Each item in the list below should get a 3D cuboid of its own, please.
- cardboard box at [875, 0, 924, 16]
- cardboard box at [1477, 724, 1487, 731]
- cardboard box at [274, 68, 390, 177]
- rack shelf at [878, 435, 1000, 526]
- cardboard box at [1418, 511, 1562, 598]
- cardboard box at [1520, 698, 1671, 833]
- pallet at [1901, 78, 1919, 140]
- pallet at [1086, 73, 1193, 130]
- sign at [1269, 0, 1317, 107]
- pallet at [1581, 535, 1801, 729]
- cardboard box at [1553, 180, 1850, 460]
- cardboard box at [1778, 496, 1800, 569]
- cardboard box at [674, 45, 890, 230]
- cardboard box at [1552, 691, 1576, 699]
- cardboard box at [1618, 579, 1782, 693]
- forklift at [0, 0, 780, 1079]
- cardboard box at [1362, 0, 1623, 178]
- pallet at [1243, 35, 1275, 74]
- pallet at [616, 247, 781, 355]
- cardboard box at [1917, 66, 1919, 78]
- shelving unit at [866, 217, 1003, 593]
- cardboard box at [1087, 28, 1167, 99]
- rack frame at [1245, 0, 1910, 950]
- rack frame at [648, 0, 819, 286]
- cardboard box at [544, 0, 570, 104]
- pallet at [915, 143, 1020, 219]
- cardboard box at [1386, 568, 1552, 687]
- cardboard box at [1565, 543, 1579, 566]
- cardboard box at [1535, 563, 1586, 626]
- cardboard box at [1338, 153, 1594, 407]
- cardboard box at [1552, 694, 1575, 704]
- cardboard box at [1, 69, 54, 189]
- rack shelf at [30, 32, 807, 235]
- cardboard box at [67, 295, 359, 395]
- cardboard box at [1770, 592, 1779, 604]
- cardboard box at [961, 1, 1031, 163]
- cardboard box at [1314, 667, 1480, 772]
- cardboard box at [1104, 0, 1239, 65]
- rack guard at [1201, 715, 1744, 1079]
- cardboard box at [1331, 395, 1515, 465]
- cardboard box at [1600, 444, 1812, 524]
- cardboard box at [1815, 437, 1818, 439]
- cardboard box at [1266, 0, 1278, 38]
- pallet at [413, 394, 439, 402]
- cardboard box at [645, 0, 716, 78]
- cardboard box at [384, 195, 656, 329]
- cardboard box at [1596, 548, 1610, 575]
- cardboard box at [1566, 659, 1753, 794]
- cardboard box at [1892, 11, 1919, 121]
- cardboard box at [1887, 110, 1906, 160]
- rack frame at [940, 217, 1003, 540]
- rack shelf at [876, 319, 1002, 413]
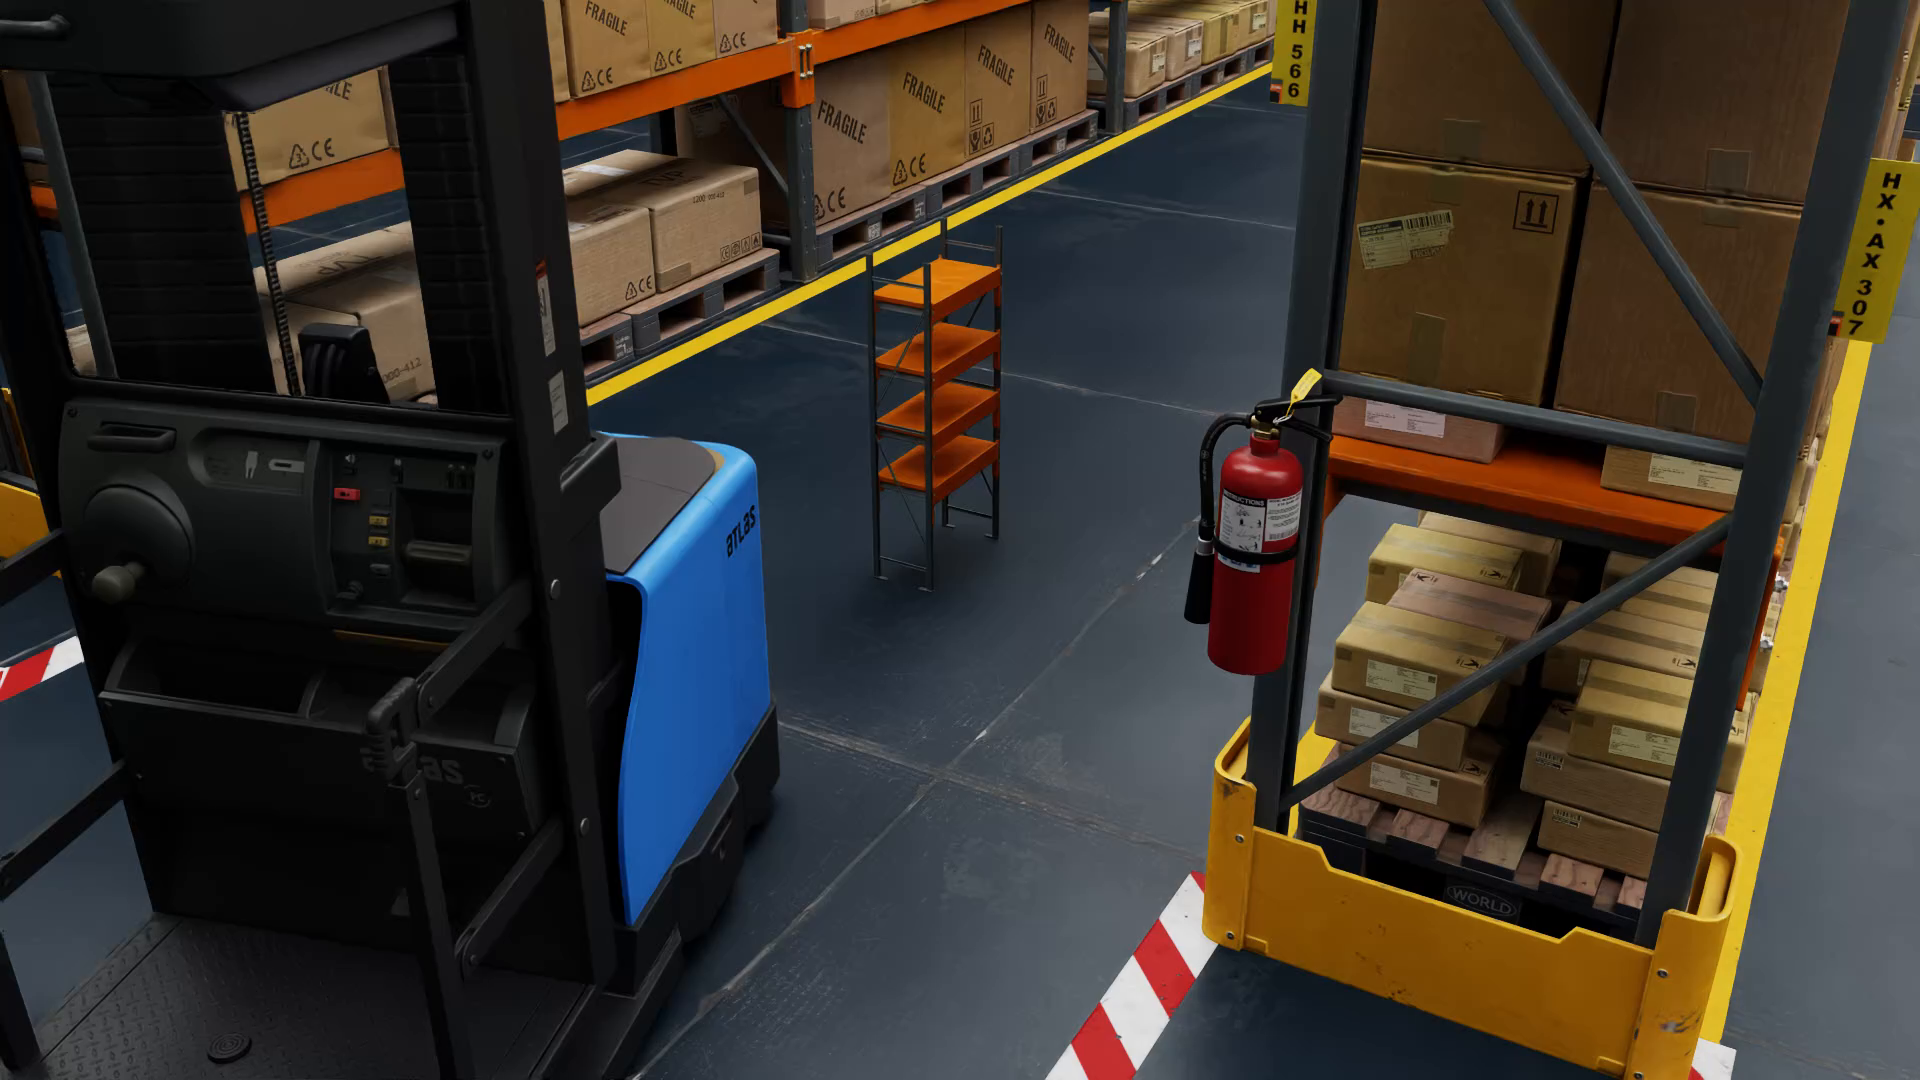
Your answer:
[{"bbox_3d":[-0.541,-3.100,9.260,0.500,0.250,0.500,13,30,25],"label":"cardboard box"},{"bbox_3d":[1.267,0.471,4.674,0.380,0.149,0.250,15,30,28],"label":"cardboard box"},{"bbox_3d":[-2.497,-1.665,6.113,0.500,0.500,0.500,14,30,25],"label":"cardboard box"},{"bbox_3d":[-0.081,-0.234,5.972,0.258,0.148,0.480,14,30,26],"label":"rack shelf"},{"bbox_3d":[1.564,0.015,4.920,0.380,0.149,0.250,13,29,24],"label":"cardboard box"},{"bbox_3d":[1.633,0.564,4.156,0.380,0.149,0.250,16,31,28],"label":"cardboard box"},{"bbox_3d":[3.622,-1.981,7.072,1.003,0.211,1.213,14,30,26],"label":"pallet"},{"bbox_3d":[1.113,-3.468,12.942,1.003,0.211,1.213,14,30,26],"label":"pallet"},{"bbox_3d":[0.678,-1.032,3.313,0.100,0.325,0.005,14,30,26],"label":"sign"},{"bbox_3d":[2.220,0.192,5.630,1.003,0.211,1.213,14,30,26],"label":"pallet"},{"bbox_3d":[1.613,-0.534,3.522,0.500,0.500,0.500,16,31,28],"label":"cardboard box"},{"bbox_3d":[2.335,-0.068,5.086,0.380,0.149,0.250,15,30,27],"label":"cardboard box"},{"bbox_3d":[-1.005,-2.349,9.496,0.875,0.875,0.875,15,30,28],"label":"cardboard box"},{"bbox_3d":[1.860,0.355,4.574,0.380,0.149,0.250,15,30,27],"label":"cardboard box"},{"bbox_3d":[1.971,0.245,4.460,0.380,0.149,0.250,14,30,26],"label":"cardboard box"},{"bbox_3d":[-1.349,-0.006,2.987,1.130,2.935,3.031,6,27,12],"label":"forklift"},{"bbox_3d":[1.160,-1.100,3.536,0.500,0.500,0.500,14,30,25],"label":"cardboard box"},{"bbox_3d":[2.314,-4.419,14.842,1.003,0.211,1.213,14,30,26],"label":"pallet"},{"bbox_3d":[-1.682,-1.326,8.663,1.003,0.211,1.213,14,30,26],"label":"pallet"},{"bbox_3d":[3.713,-1.929,6.564,0.380,0.149,0.250,13,29,24],"label":"cardboard box"},{"bbox_3d":[-0.081,-0.472,5.853,0.258,1.200,0.503,14,30,26],"label":"shelving unit"},{"bbox_3d":[1.014,-3.642,12.640,0.950,0.372,0.625,12,29,23],"label":"cardboard box"},{"bbox_3d":[1.151,-0.242,3.383,1.000,3.000,0.127,14,30,26],"label":"rack frame"},{"bbox_3d":[-1.240,-2.852,8.596,1.000,3.000,0.127,14,30,26],"label":"rack frame"},{"bbox_3d":[-2.000,-2.058,6.899,0.500,0.500,0.500,15,30,28],"label":"cardboard box"},{"bbox_3d":[-0.327,-2.400,10.808,1.003,0.211,1.213,14,30,26],"label":"pallet"},{"bbox_3d":[1.365,0.231,4.488,0.380,0.149,0.250,15,30,27],"label":"cardboard box"},{"bbox_3d":[1.805,0.073,5.470,0.380,0.149,0.250,15,30,27],"label":"cardboard box"},{"bbox_3d":[1.638,0.158,4.967,0.380,0.149,0.250,14,30,25],"label":"cardboard box"},{"bbox_3d":[1.148,-0.652,3.758,0.500,0.500,0.500,15,30,27],"label":"cardboard box"},{"bbox_3d":[1.861,0.493,4.631,0.380,0.149,0.250,15,30,27],"label":"cardboard box"},{"bbox_3d":[-3.201,-1.584,5.952,0.500,0.500,0.500,14,30,26],"label":"cardboard box"},{"bbox_3d":[-2.224,-1.751,7.200,1.077,0.370,4.000,14,30,26],"label":"rack shelf"},{"bbox_3d":[-2.970,-0.614,6.520,0.875,0.438,0.875,13,29,24],"label":"cardboard box"},{"bbox_3d":[2.323,0.219,5.178,0.380,0.149,0.250,13,29,24],"label":"cardboard box"},{"bbox_3d":[-0.127,-3.051,10.898,0.875,0.875,0.875,15,30,27],"label":"cardboard box"},{"bbox_3d":[1.163,0.443,4.397,0.380,0.149,0.250,13,30,25],"label":"cardboard box"},{"bbox_3d":[1.748,-4.225,13.806,0.950,0.372,0.625,15,30,28],"label":"cardboard box"},{"bbox_3d":[1.189,0.846,4.002,1.175,0.500,0.348,14,30,26],"label":"rack guard"},{"bbox_3d":[1.066,-0.319,3.818,0.380,0.149,0.250,14,30,26],"label":"cardboard box"},{"bbox_3d":[1.596,-0.184,3.548,0.380,0.149,0.250,14,30,26],"label":"cardboard box"},{"bbox_3d":[2.715,-0.368,5.685,0.380,0.149,0.250,13,29,24],"label":"cardboard box"},{"bbox_3d":[2.439,-4.778,14.909,0.950,0.372,0.625,15,30,27],"label":"cardboard box"},{"bbox_3d":[-2.883,-0.375,6.763,1.003,0.211,1.213,14,30,26],"label":"pallet"},{"bbox_3d":[-1.494,-2.458,7.698,0.500,0.500,0.500,13,30,25],"label":"cardboard box"},{"bbox_3d":[-2.082,-1.324,7.937,0.875,0.438,0.875,13,29,25],"label":"cardboard box"},{"bbox_3d":[2.226,0.039,5.204,0.380,0.149,0.250,16,31,29],"label":"cardboard box"},{"bbox_3d":[1.705,0.449,4.053,0.380,0.149,0.250,13,29,24],"label":"cardboard box"},{"bbox_3d":[1.846,-1.182,3.699,0.500,0.500,0.500,15,30,28],"label":"cardboard box"},{"bbox_3d":[2.625,-1.333,5.117,0.500,0.500,0.500,14,30,26],"label":"cardboard box"},{"bbox_3d":[0.039,-0.567,6.043,0.240,1.200,0.015,14,30,26],"label":"rack frame"},{"bbox_3d":[-0.081,-0.612,5.783,0.258,0.148,0.480,14,30,26],"label":"rack shelf"}]
